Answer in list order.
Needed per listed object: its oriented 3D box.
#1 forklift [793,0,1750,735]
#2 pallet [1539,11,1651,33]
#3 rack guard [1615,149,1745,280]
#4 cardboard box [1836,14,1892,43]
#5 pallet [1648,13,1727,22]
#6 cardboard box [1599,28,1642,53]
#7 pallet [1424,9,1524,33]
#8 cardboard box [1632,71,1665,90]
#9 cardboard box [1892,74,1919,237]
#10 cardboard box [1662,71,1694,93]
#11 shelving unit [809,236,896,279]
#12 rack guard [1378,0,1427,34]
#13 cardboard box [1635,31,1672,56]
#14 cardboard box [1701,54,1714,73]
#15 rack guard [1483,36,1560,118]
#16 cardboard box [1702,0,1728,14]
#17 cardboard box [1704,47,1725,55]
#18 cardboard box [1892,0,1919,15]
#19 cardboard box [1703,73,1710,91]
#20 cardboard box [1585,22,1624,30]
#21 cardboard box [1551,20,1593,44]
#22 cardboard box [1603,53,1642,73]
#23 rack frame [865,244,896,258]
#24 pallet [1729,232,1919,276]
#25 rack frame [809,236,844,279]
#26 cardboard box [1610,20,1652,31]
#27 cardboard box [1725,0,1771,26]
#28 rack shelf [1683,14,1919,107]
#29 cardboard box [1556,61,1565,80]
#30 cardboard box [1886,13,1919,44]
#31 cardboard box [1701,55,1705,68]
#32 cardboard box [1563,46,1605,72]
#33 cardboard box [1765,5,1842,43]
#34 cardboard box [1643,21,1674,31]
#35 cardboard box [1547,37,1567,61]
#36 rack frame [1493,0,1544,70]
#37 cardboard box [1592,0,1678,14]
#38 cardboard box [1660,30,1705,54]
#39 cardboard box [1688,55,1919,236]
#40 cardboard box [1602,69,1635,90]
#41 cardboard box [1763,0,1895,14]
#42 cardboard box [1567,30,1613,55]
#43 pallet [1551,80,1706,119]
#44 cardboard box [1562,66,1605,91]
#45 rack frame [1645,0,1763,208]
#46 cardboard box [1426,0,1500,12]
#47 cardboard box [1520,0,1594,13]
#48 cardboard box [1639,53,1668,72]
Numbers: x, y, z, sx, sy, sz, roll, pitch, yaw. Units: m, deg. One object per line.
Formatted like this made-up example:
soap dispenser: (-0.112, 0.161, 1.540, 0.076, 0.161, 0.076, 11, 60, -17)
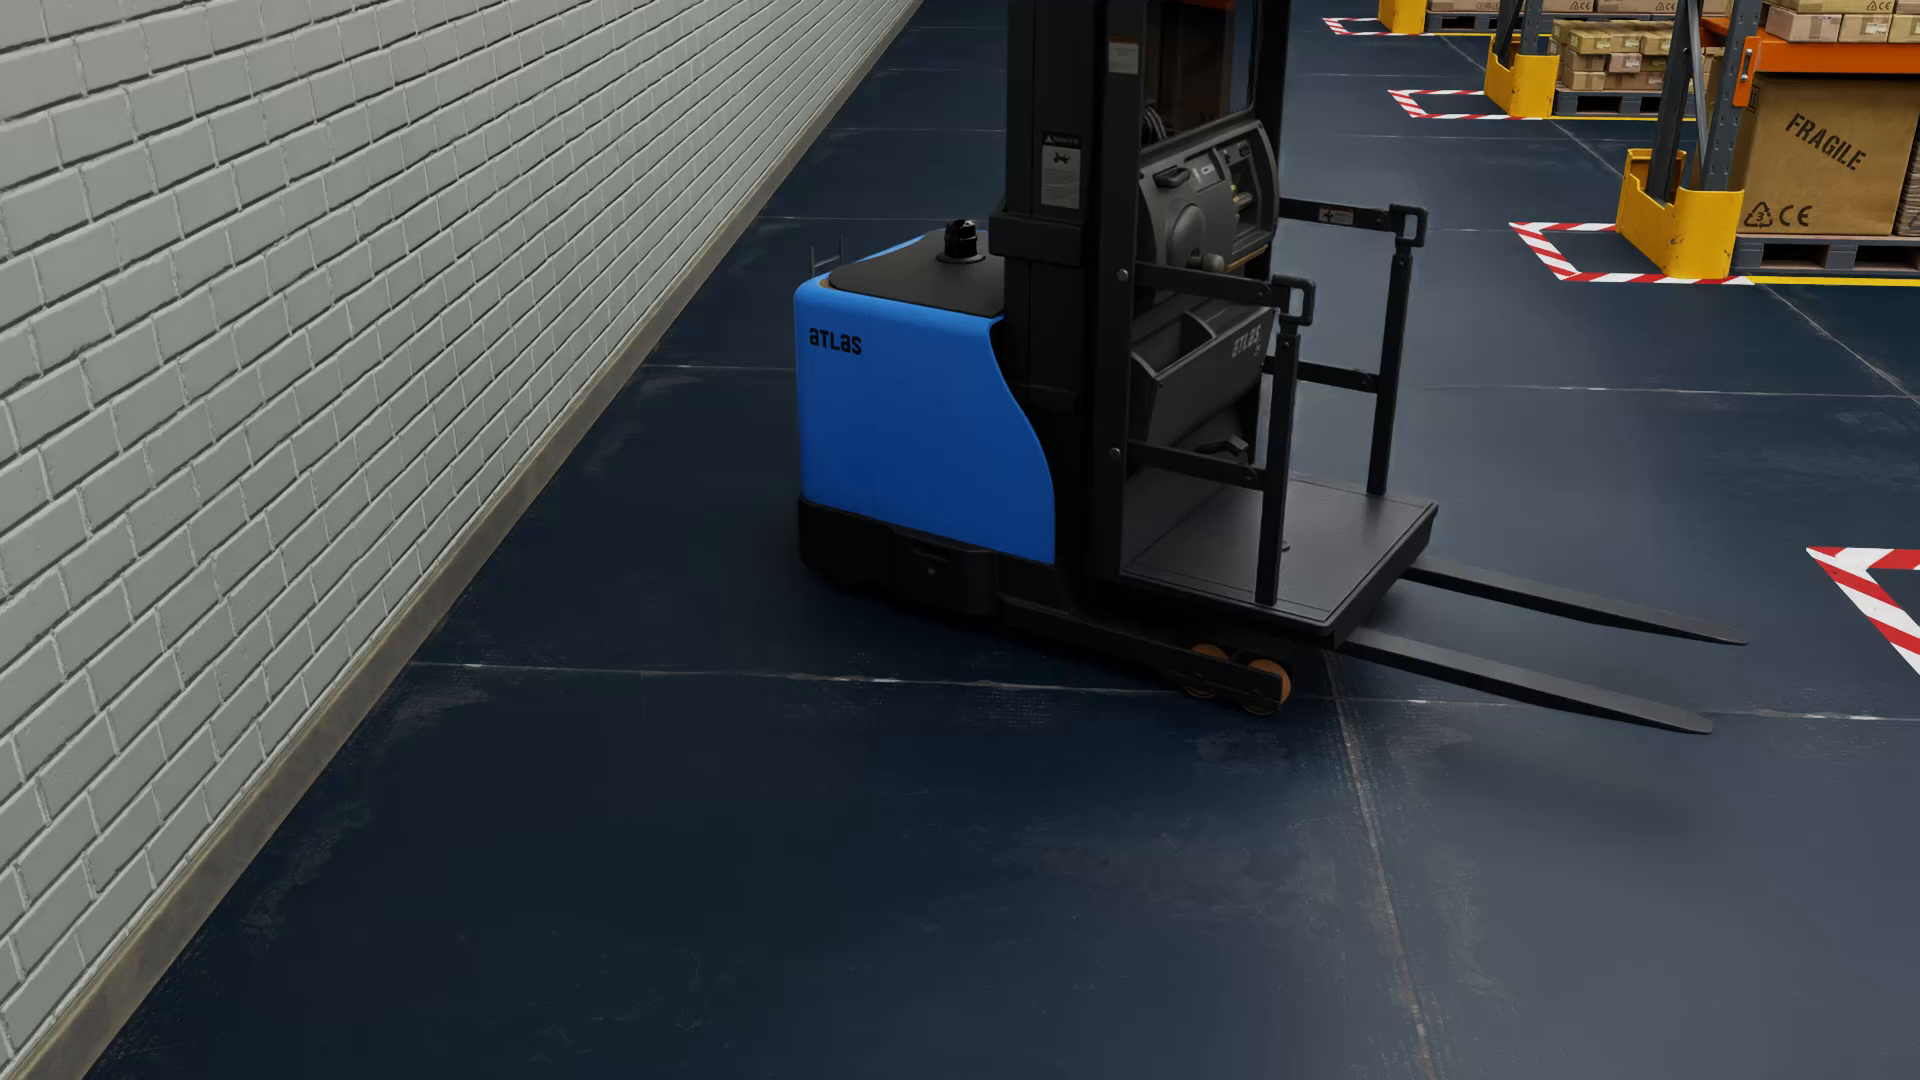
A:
forklift: (0.950, -1.050, 5.025, 3.031, 2.935, 1.130, 15, 28, 29)
pallet: (7.063, -5.923, 18.869, 1.213, 0.211, 1.003, 2, 25, 4)
rack guard: (4.264, -1.958, 9.906, 0.348, 0.500, 1.175, 2, 25, 4)
cardboard box: (4.873, -2.822, 9.095, 0.250, 0.149, 0.380, 1, 25, 3)
pallet: (8.283, -5.885, 18.787, 1.213, 0.211, 1.003, 2, 25, 4)
cardboard box: (5.549, -4.205, 13.997, 0.250, 0.149, 0.380, 2, 25, 5)
pallet: (5.850, -5.963, 18.957, 1.213, 0.211, 1.003, 2, 25, 4)
cardboard box: (5.782, -3.923, 14.095, 0.250, 0.149, 0.380, 2, 25, 5)
cardboard box: (5.840, -2.302, 9.703, 0.875, 0.875, 0.875, 2, 25, 4)
cardboard box: (6.028, -3.869, 13.977, 0.250, 0.149, 0.380, 2, 25, 5)
shelving unit: (-0.389, -0.597, 6.291, 0.252, 1.050, 0.215, 15, 28, 29)
rack guard: (5.023, -6.088, 18.883, 0.348, 0.500, 1.175, 2, 25, 4)
cardboard box: (5.790, -4.144, 13.864, 0.250, 0.149, 0.380, 2, 25, 4)
cardboard box: (6.310, -4.038, 13.989, 0.250, 0.149, 0.380, 1, 25, 1)
rack guard: (4.844, -4.018, 14.385, 0.348, 0.500, 1.175, 2, 25, 4)
cardboard box: (8.417, -6.186, 18.669, 0.875, 0.438, 0.875, 1, 25, 3)
cardboard box: (6.320, -4.158, 13.894, 0.250, 0.149, 0.380, 3, 25, 6)
cardboard box: (5.265, -3.018, 9.043, 0.500, 0.250, 0.500, 2, 25, 3)
cardboard box: (6.290, -3.900, 14.046, 0.250, 0.149, 0.380, 2, 25, 4)
cardboard box: (5.562, -4.379, 14.375, 0.250, 0.149, 0.380, 2, 25, 5)
cardboard box: (5.316, -4.411, 14.444, 0.250, 0.149, 0.380, 2, 25, 5)
cardboard box: (5.540, -4.031, 13.975, 0.250, 0.149, 0.380, 2, 25, 4)
rack frame: (-0.285, -0.570, 6.233, 0.008, 1.050, 0.200, 15, 28, 29)
pallet: (5.091, -1.833, 9.980, 1.213, 0.211, 1.003, 2, 25, 4)
rack frame: (-0.493, -0.624, 6.349, 0.008, 1.050, 0.200, 15, 28, 29)
cardboard box: (5.830, -4.424, 14.472, 0.250, 0.149, 0.380, 1, 25, 3)
cardboard box: (4.668, -3.104, 9.708, 0.250, 0.149, 0.380, 2, 25, 5)
rack shelf: (6.282, -2.702, 9.394, 4.000, 0.370, 1.077, 2, 25, 4)
cardboard box: (5.309, -4.122, 14.528, 0.250, 0.149, 0.380, 2, 25, 5)
cardboard box: (5.128, -2.814, 9.077, 0.250, 0.149, 0.380, 1, 25, 3)
cardboard box: (6.038, -4.007, 13.922, 0.250, 0.149, 0.380, 3, 25, 6)
cardboard box: (5.271, -4.064, 14.045, 0.250, 0.149, 0.380, 3, 25, 6)
cardboard box: (4.617, -2.829, 9.111, 0.250, 0.149, 0.380, 2, 25, 5)
cardboard box: (6.083, -4.389, 14.396, 0.250, 0.149, 0.380, 1, 25, 2)
cardboard box: (5.317, -4.289, 14.536, 0.250, 0.149, 0.380, 1, 25, 3)
rack frame: (4.768, -5.156, 13.868, 0.127, 3.000, 1.000, 2, 25, 4)
cardboard box: (7.524, -6.215, 18.731, 0.875, 0.438, 0.875, 1, 25, 2)
cardboard box: (6.044, -4.170, 13.921, 0.250, 0.149, 0.380, 1, 25, 1)
cardboard box: (4.932, -2.331, 9.767, 0.875, 0.875, 0.875, 2, 25, 4)
cardboard box: (5.534, -3.928, 14.106, 0.250, 0.149, 0.380, 2, 25, 4)
cardboard box: (4.746, -3.032, 9.073, 0.500, 0.250, 0.500, 1, 25, 3)
cardboard box: (5.265, -4.164, 13.907, 0.250, 0.149, 0.380, 1, 25, 2)
pallet: (5.652, -3.847, 14.357, 1.213, 0.211, 1.003, 2, 25, 4)
cardboard box: (5.266, -3.902, 14.050, 0.250, 0.149, 0.380, 2, 25, 5)
rack frame: (4.288, -3.092, 9.382, 0.127, 3.000, 1.000, 2, 25, 4)
cardboard box: (5.712, -6.270, 18.851, 0.875, 0.438, 0.875, 1, 25, 2)
cardboard box: (6.626, -6.244, 18.795, 0.875, 0.438, 0.875, 2, 25, 5)
cardboard box: (5.791, -4.060, 14.038, 0.250, 0.149, 0.380, 2, 25, 5)
